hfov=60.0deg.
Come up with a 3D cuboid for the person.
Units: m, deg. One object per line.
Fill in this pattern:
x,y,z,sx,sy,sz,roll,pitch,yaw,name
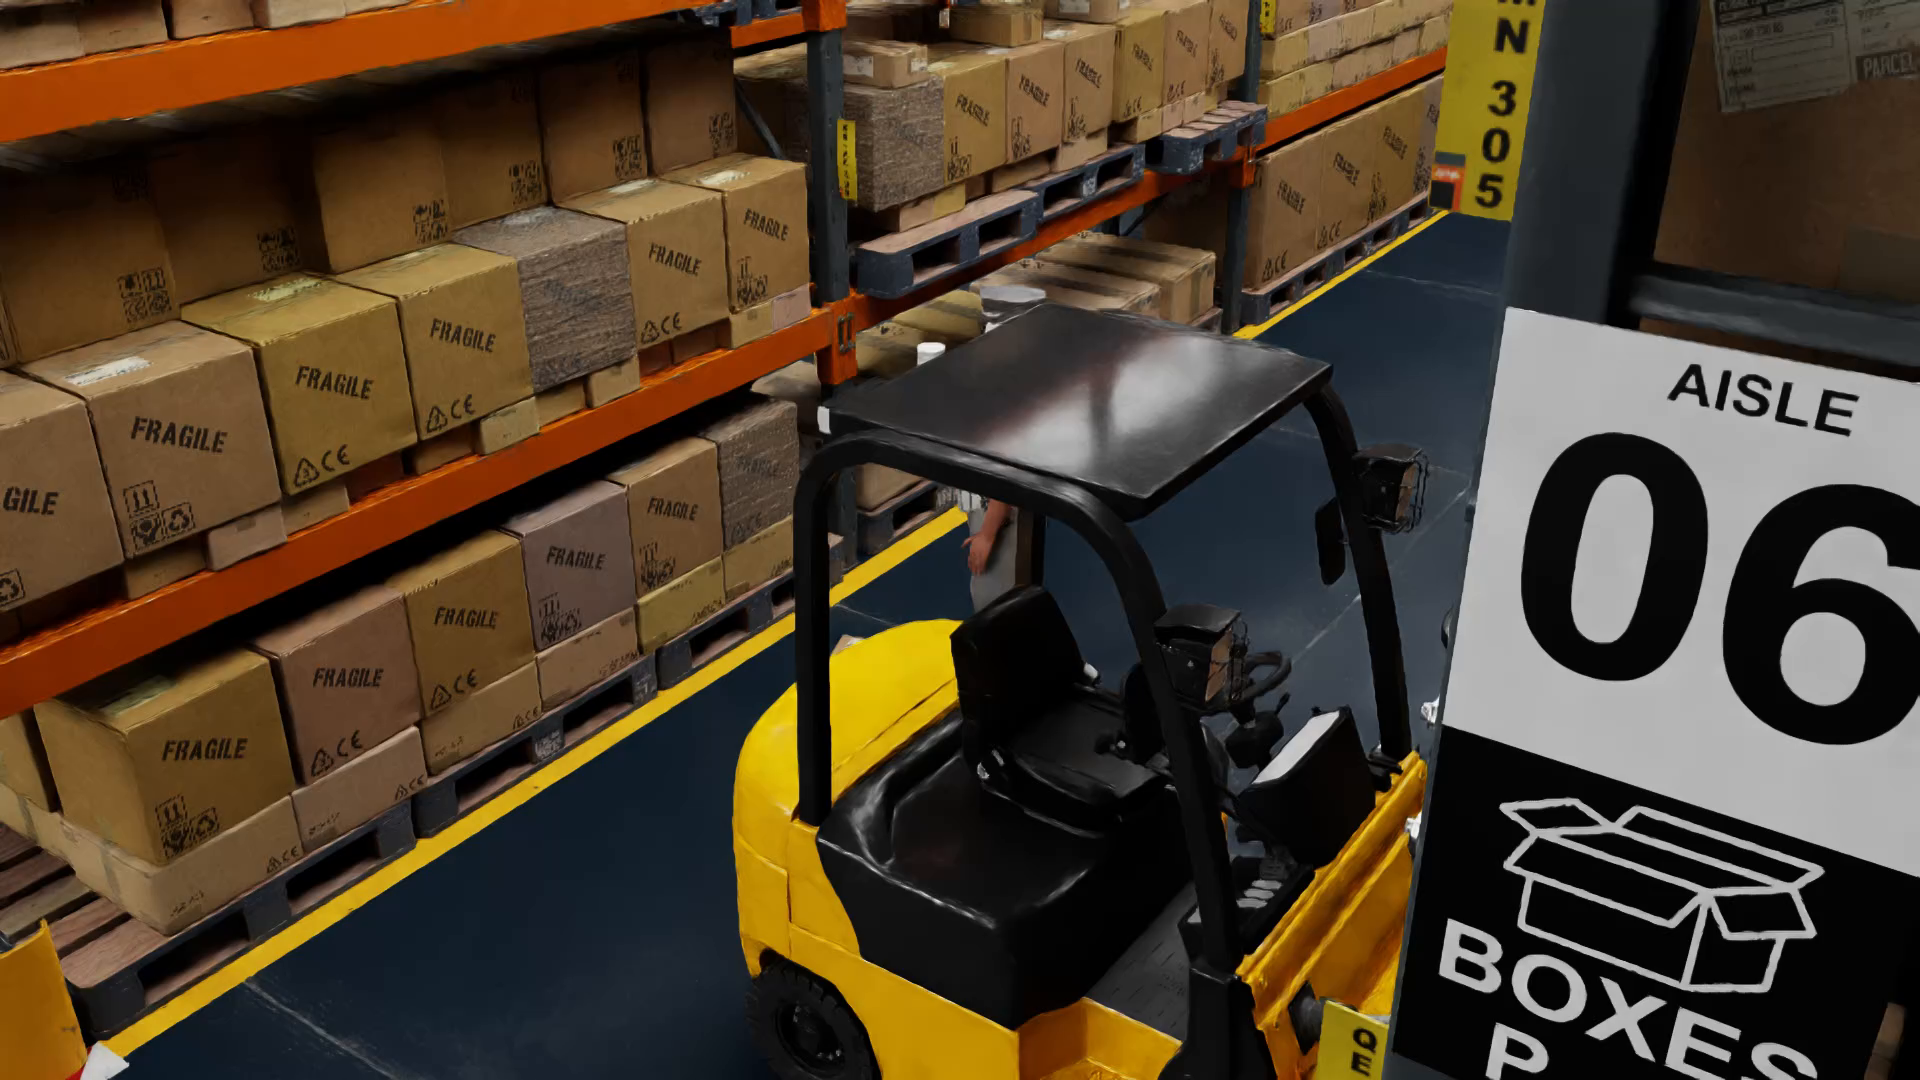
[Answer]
0.115,-0.120,6.310,0.501,1.747,0.569,3,27,6,person
